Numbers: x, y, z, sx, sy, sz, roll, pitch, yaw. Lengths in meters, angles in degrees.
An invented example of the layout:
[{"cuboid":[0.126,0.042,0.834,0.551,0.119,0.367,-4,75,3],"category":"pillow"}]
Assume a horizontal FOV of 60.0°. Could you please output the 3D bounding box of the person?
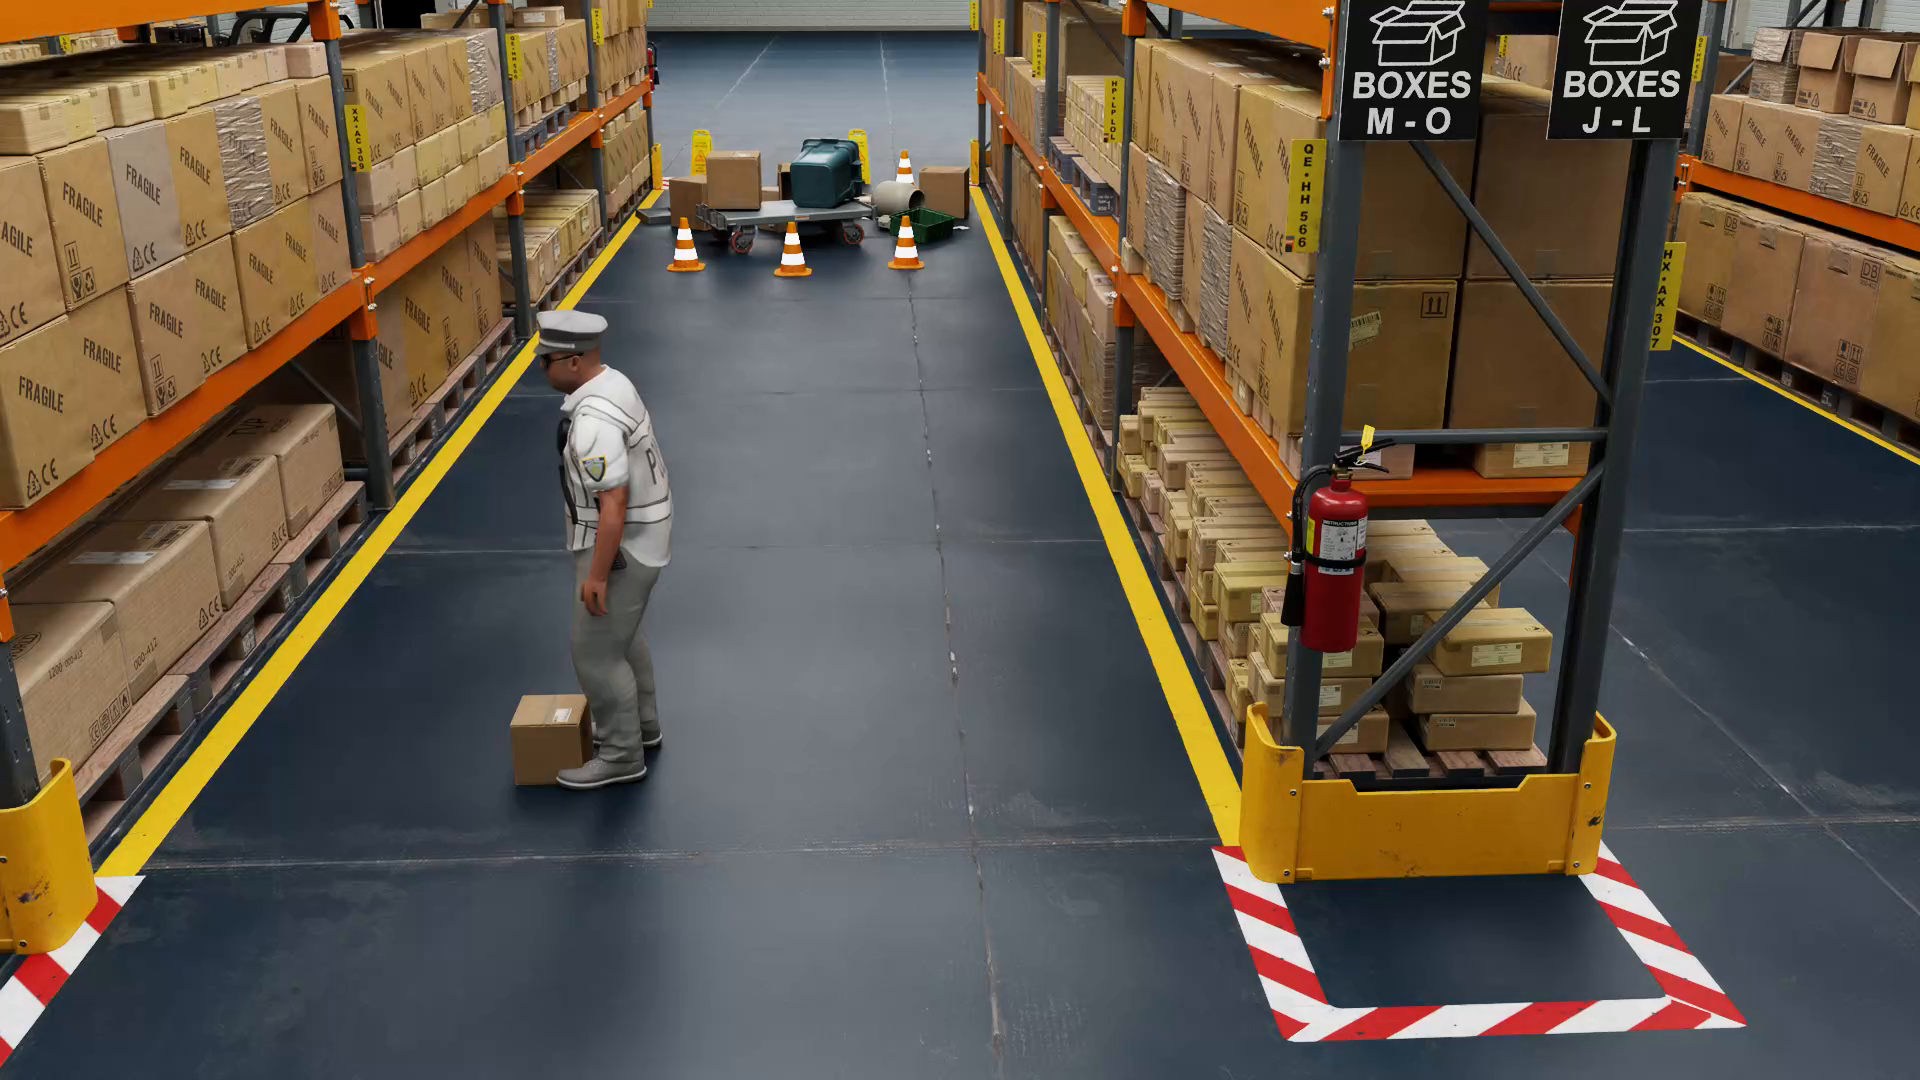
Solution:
[{"cuboid":[-1.266,0.036,5.967,0.476,1.748,0.606,-2,20,-6],"category":"person"}]
